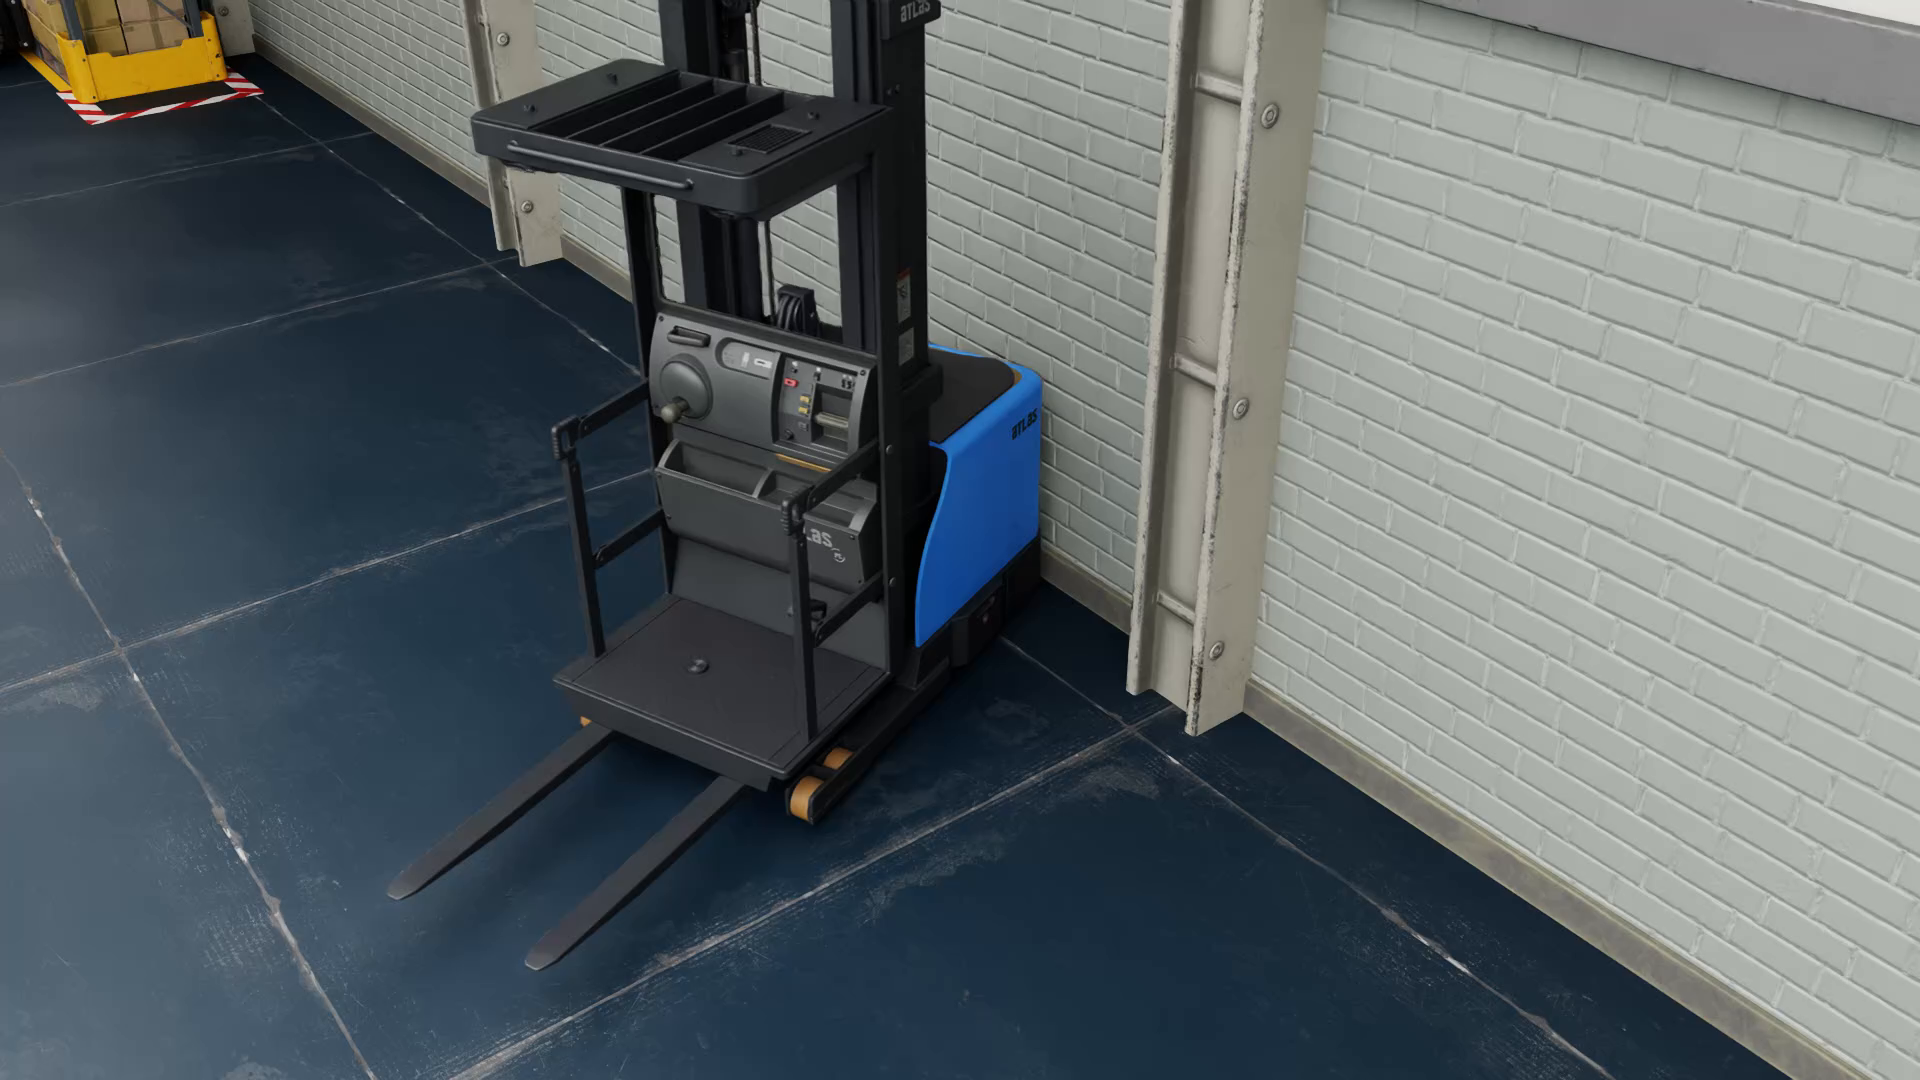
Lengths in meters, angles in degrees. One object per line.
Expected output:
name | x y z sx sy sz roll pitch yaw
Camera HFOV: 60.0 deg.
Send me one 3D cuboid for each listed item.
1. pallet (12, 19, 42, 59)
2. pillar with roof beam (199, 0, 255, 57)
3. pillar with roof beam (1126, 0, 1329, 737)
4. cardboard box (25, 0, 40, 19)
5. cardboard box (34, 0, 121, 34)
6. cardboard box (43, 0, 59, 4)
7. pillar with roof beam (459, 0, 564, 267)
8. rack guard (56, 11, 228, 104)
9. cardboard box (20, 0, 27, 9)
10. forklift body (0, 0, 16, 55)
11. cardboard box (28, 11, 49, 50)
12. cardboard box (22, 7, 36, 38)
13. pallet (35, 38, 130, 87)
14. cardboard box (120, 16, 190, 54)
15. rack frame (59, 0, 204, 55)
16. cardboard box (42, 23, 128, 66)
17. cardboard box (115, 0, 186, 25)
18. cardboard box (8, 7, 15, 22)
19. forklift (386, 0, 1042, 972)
pallet | -7.975 -4.683 15.089 1.003 0.211 1.213 -22 38 -31
pillar with roof beam | -9.845 -6.791 10.156 9.100 9.000 0.400 -22 38 -31
pillar with roof beam | -2.486 -1.790 2.103 9.100 9.000 0.400 -22 38 -31
cardboard box | -7.573 -4.591 14.033 0.500 0.250 0.500 -23 38 -32
cardboard box | -7.274 -4.378 13.691 0.500 0.250 0.500 -23 38 -32
cardboard box | -7.258 -4.580 13.542 0.500 0.250 0.500 -21 37 -30
pillar with roof beam | -6.165 -4.291 6.129 9.100 9.000 0.400 -22 38 -31
rack guard | -6.714 -3.982 13.688 1.175 0.500 0.348 -22 38 -31
cardboard box | -7.907 -4.799 14.368 0.500 0.250 0.500 -23 39 -32
forklift body | -9.333 -4.893 13.590 2.313 2.155 1.214 -22 38 -31
cardboard box | -7.564 -4.368 14.148 0.500 0.250 0.500 -22 38 -31
cardboard box | -7.864 -4.580 14.489 0.500 0.250 0.500 -22 38 -31
pallet | -7.231 -4.175 14.271 1.003 0.211 1.213 -22 38 -31
cardboard box | -6.876 -4.332 14.090 0.500 0.250 0.500 -22 38 -31
rack frame | -6.729 -5.054 13.044 1.000 3.000 0.127 -22 38 -31
cardboard box | -7.267 -4.158 13.810 0.500 0.250 0.500 -22 38 -31
cardboard box | -6.853 -4.540 13.951 0.500 0.250 0.500 -21 38 -31
cardboard box | -8.200 -4.789 14.826 0.500 0.250 0.500 -21 38 -30
forklift | -0.830 -0.492 5.764 1.130 2.935 3.031 17 36 26
